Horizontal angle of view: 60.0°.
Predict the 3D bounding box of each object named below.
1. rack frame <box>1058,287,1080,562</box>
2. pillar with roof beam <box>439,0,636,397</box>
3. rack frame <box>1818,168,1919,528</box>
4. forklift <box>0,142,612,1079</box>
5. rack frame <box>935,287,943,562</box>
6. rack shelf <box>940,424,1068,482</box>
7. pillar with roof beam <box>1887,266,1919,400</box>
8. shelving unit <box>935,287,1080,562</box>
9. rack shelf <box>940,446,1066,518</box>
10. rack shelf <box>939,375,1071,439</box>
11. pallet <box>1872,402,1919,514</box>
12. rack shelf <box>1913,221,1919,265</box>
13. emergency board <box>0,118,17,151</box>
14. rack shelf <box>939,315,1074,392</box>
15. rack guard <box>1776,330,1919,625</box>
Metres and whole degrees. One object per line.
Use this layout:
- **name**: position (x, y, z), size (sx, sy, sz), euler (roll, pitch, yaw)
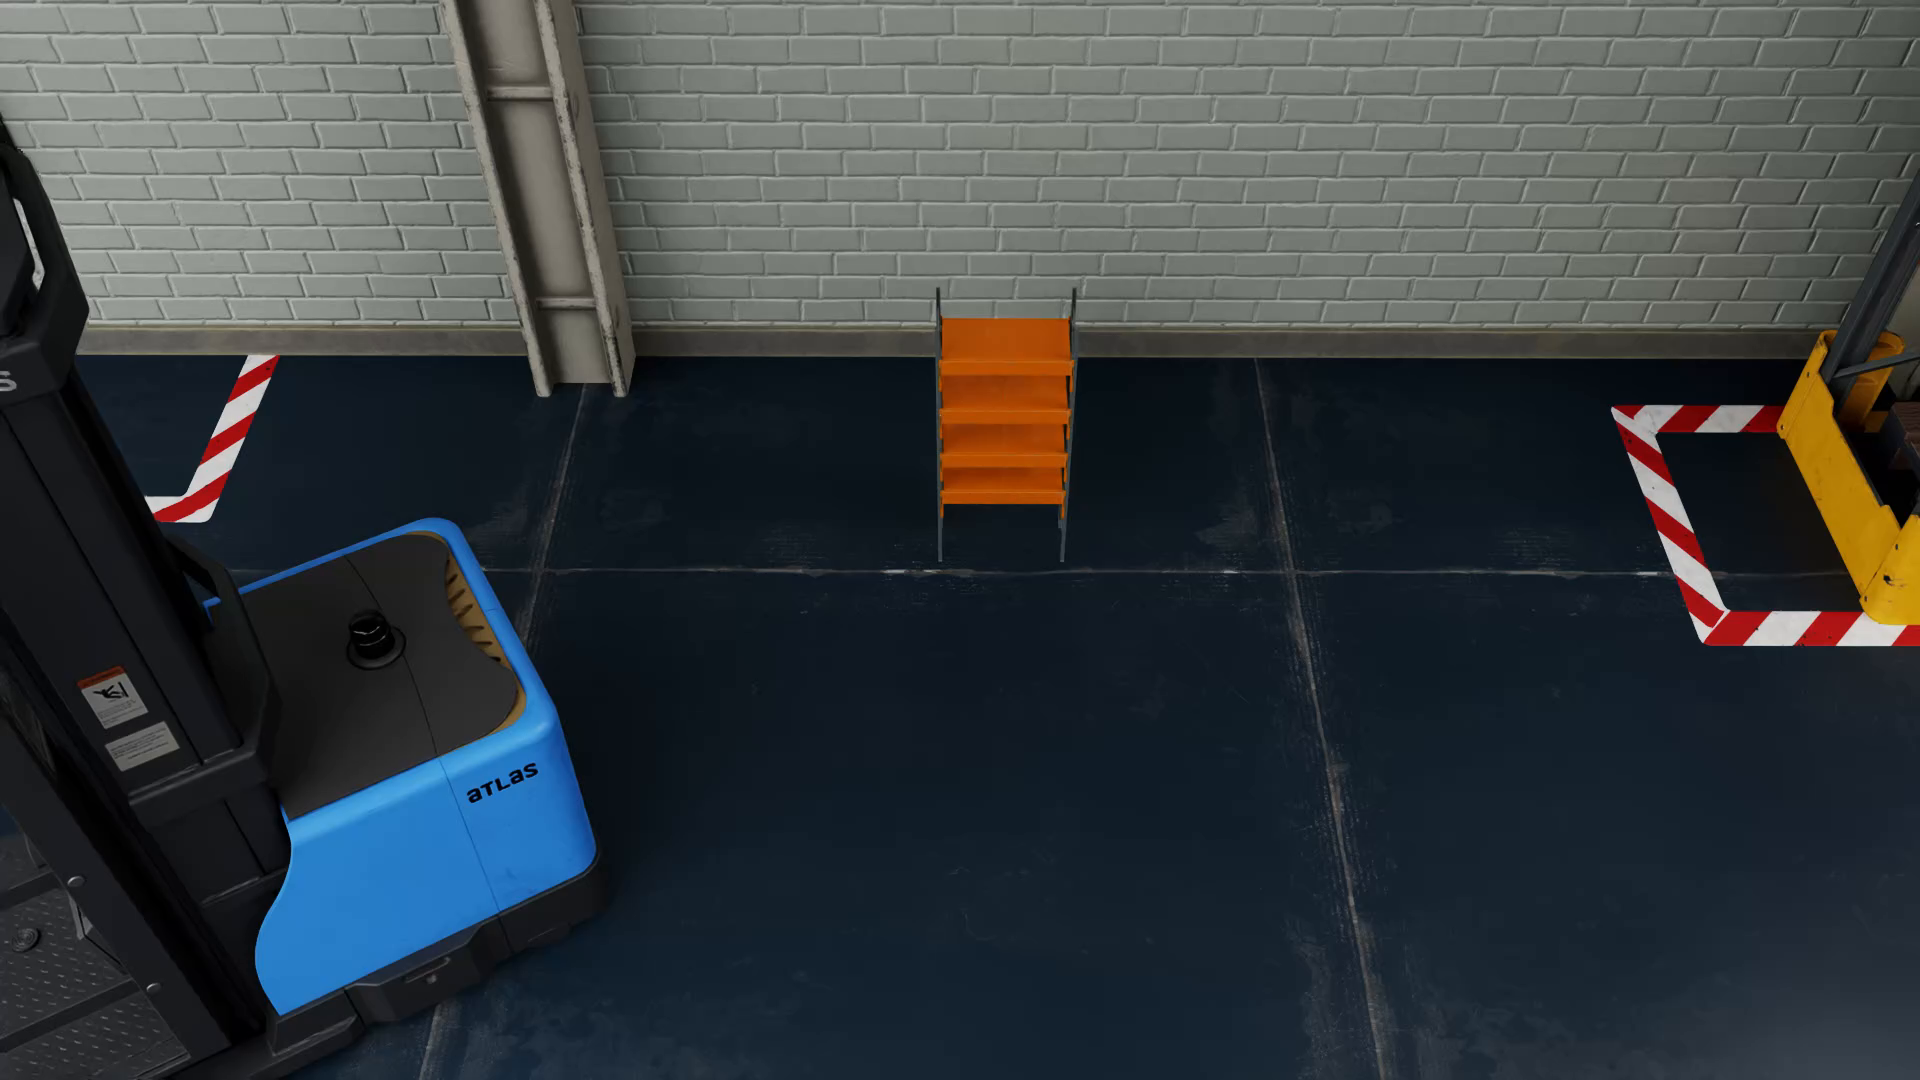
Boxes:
- **rack frame**: position (0.410, -0.408, 6.310), size (0.015, 1.200, 0.240), euler (0, 47, 0)
- **pillar with roof beam**: position (-1.683, -0.662, 1.218), size (0.400, 9.000, 9.100), euler (0, 47, 0)
- **rack frame**: position (3.629, -1.121, 5.745), size (0.127, 3.000, 1.000), euler (0, 47, 0)
- **forklift**: position (-2.694, 0.492, 4.290), size (3.031, 2.935, 1.130), euler (-24, 51, -20)
- **rack frame**: position (-0.078, -0.409, 6.311), size (0.015, 1.200, 0.240), euler (0, 47, 0)
- **rack shelf**: position (0.166, -0.362, 6.360), size (0.480, 0.148, 0.258), euler (0, 47, 0)
- **pillar with roof beam**: position (4.317, -0.645, 1.203), size (0.400, 9.000, 9.100), euler (0, 47, 0)
- **shelving unit**: position (0.166, -0.408, 6.310), size (0.503, 1.200, 0.258), euler (0, 47, 0)
- **rack shelf**: position (0.166, -0.227, 6.505), size (0.480, 0.148, 0.258), euler (0, 47, 0)
- **rack shelf**: position (0.166, -0.515, 6.196), size (0.480, 0.148, 0.258), euler (0, 47, 0)
- **pallet**: position (4.518, -0.143, 6.739), size (1.213, 0.211, 1.003), euler (0, 47, 0)
- **rack shelf**: position (5.629, -0.871, 6.003), size (4.000, 0.370, 1.077), euler (0, 47, 0)
- **emergency board**: position (-4.138, -1.804, 6.380), size (0.643, 1.169, 0.194), euler (0, 47, 0)
- **rack shelf**: position (0.166, -0.676, 6.023), size (0.480, 0.148, 0.258), euler (0, 47, 0)
- **rack guard**: position (3.705, -0.269, 6.659), size (0.348, 0.500, 1.175), euler (0, 47, 0)
